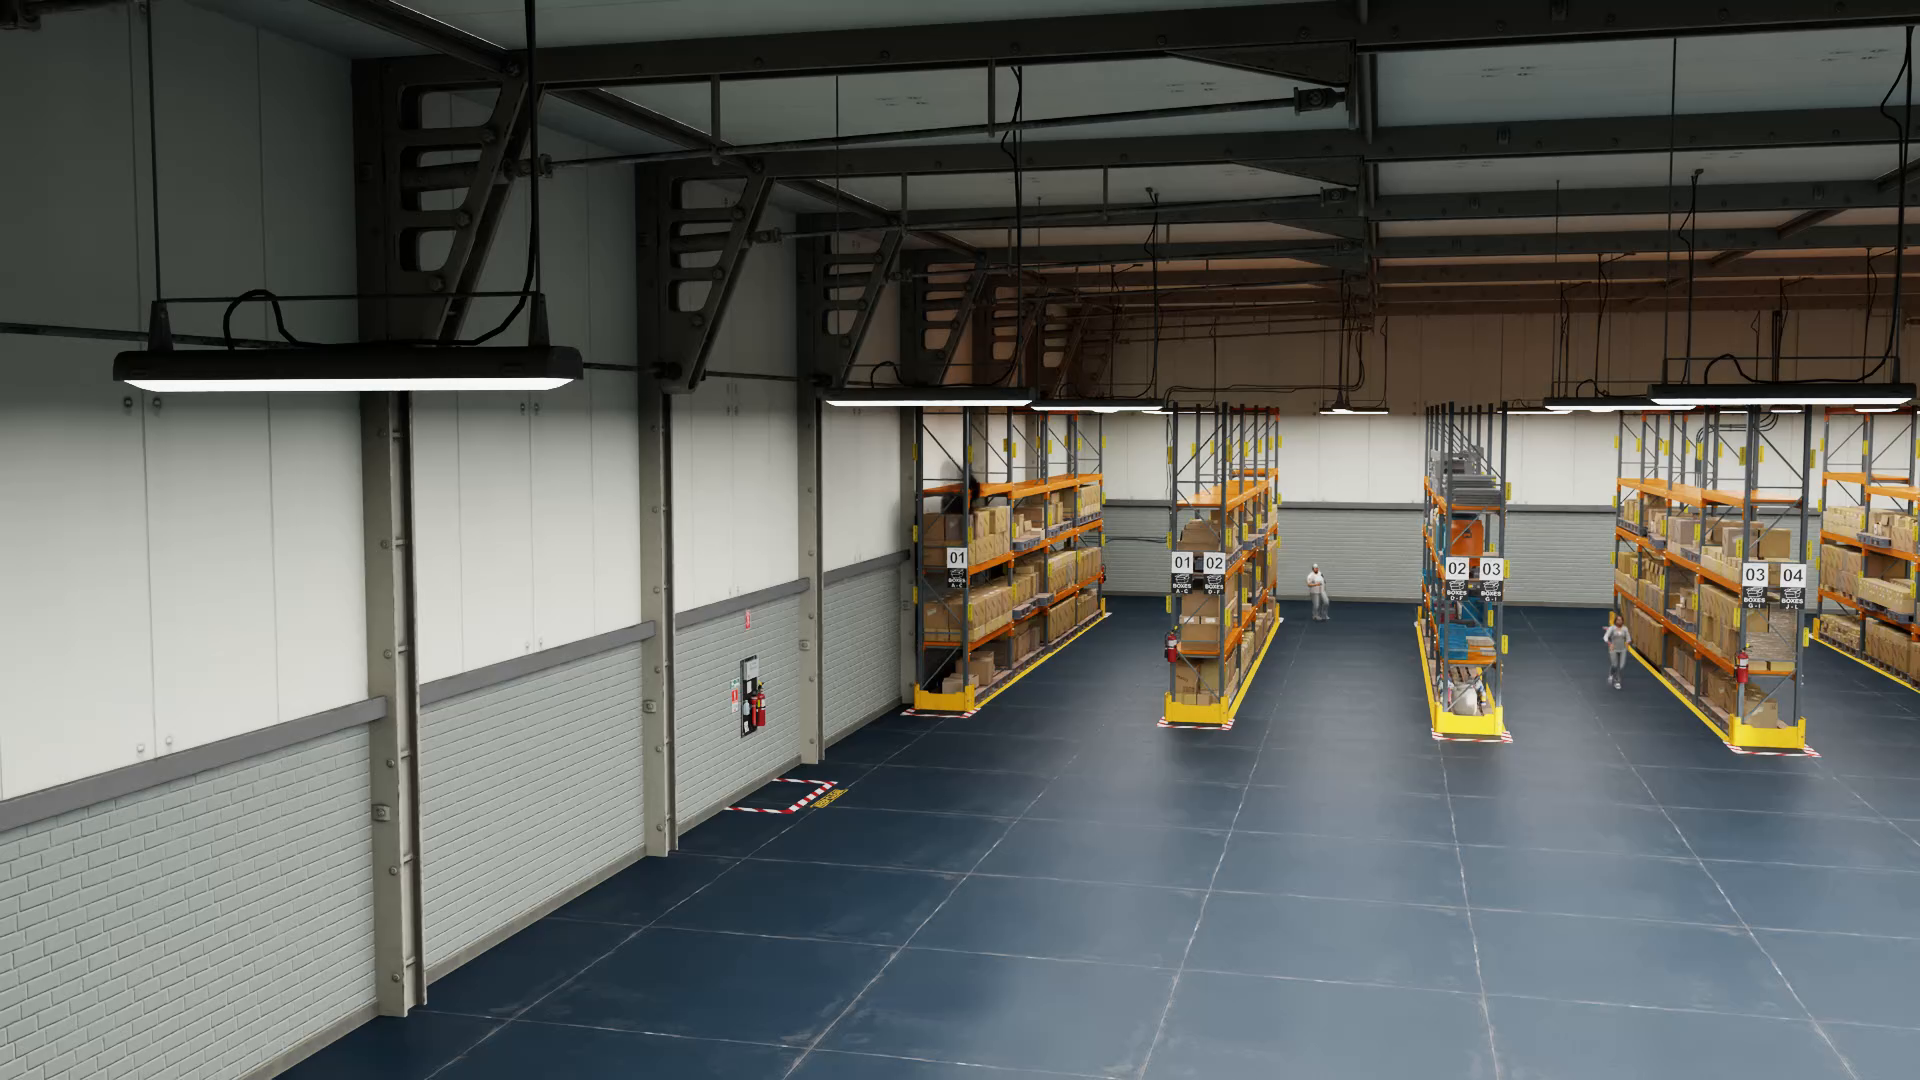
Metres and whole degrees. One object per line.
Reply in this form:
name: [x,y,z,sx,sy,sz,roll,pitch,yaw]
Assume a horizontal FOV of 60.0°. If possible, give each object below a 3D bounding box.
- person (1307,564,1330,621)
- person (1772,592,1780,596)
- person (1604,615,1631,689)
person: [10.033,1.471,46.724,0.699,1.629,0.645,-1,4,-19]
person: [20.938,1.694,43.077,0.679,1.711,0.902,2,5,30]
person: [13.881,2.356,35.072,0.534,1.554,0.552,1,4,10]
